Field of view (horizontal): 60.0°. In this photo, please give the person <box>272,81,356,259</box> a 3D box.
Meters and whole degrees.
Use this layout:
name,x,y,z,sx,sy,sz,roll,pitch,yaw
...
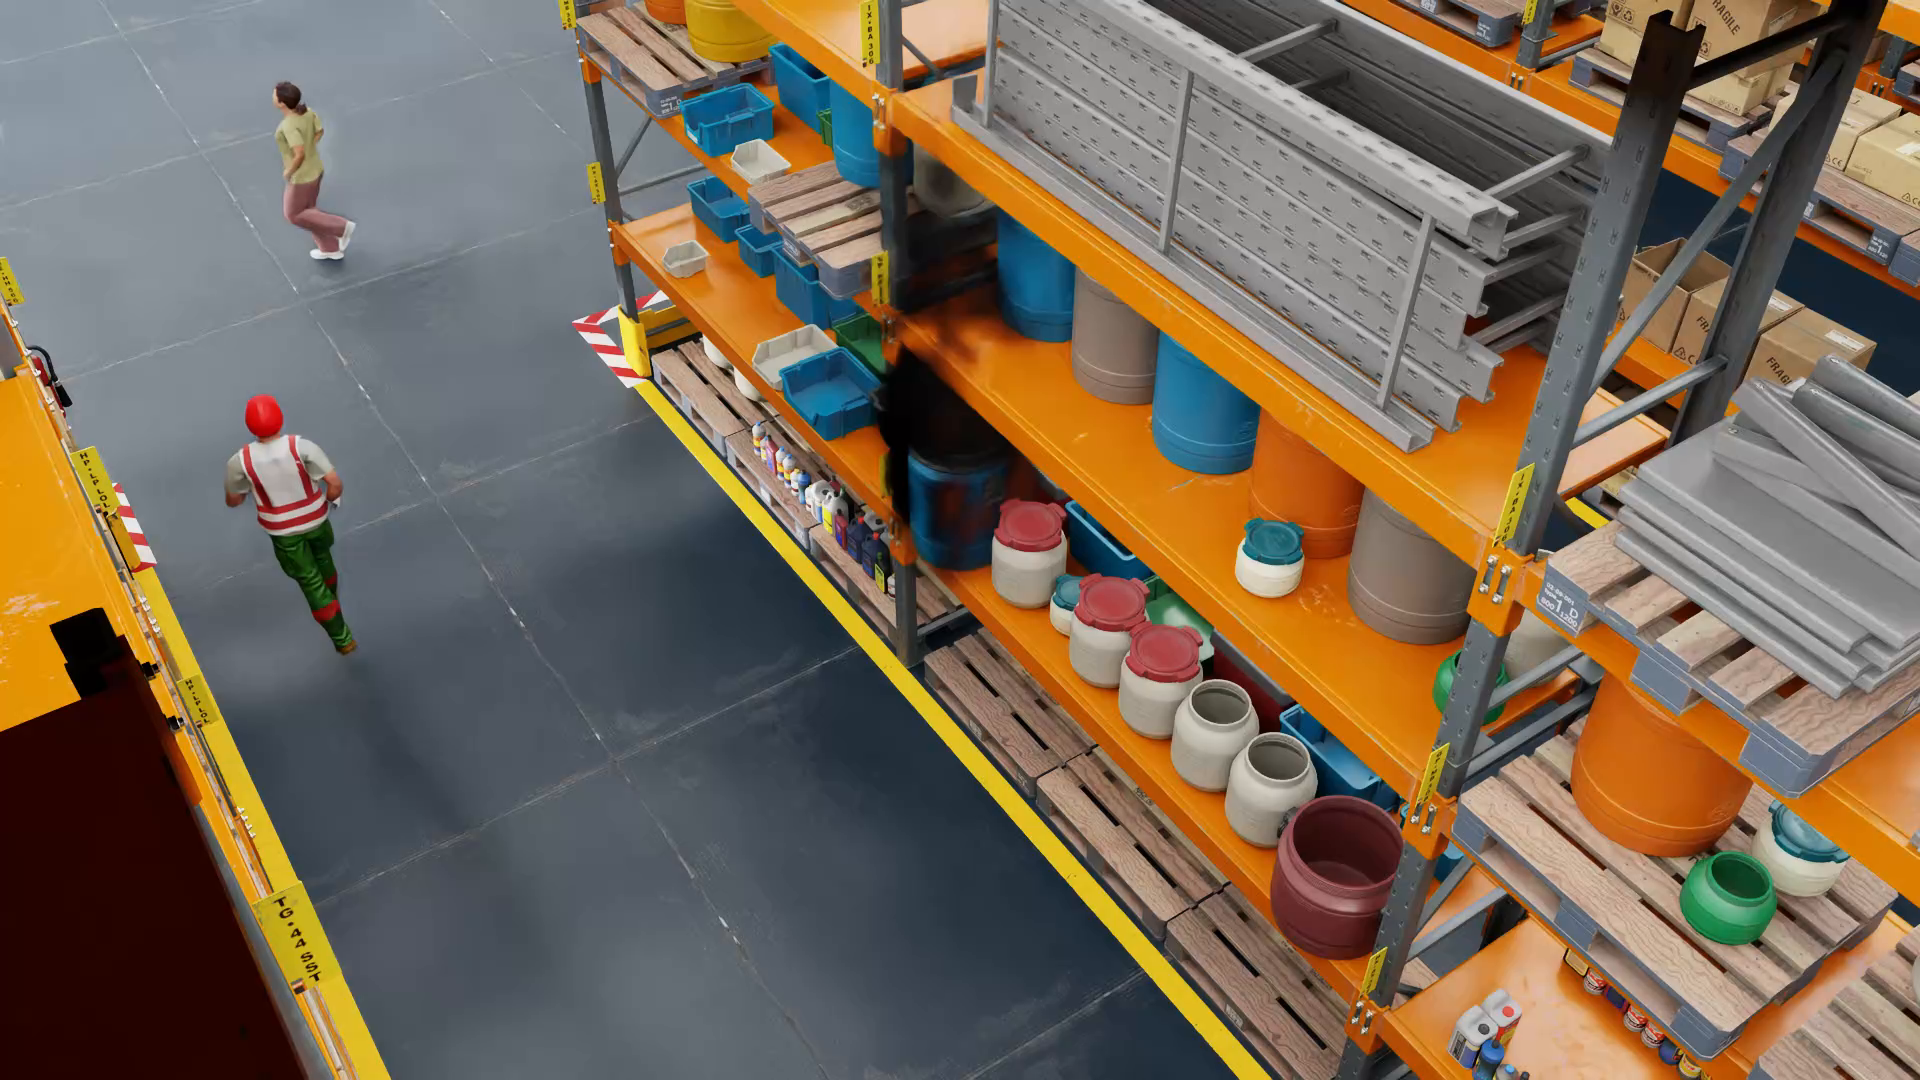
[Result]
name,x,y,z,sx,sy,sz,roll,pitch,yaw
person,-5.428,-3.052,13.885,0.547,1.636,0.580,3,43,3

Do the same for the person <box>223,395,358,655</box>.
name,x,y,z,sx,sy,sz,roll,pitch,yaw
person,-4.051,-0.106,10.110,0.633,1.811,0.850,-23,47,-23
